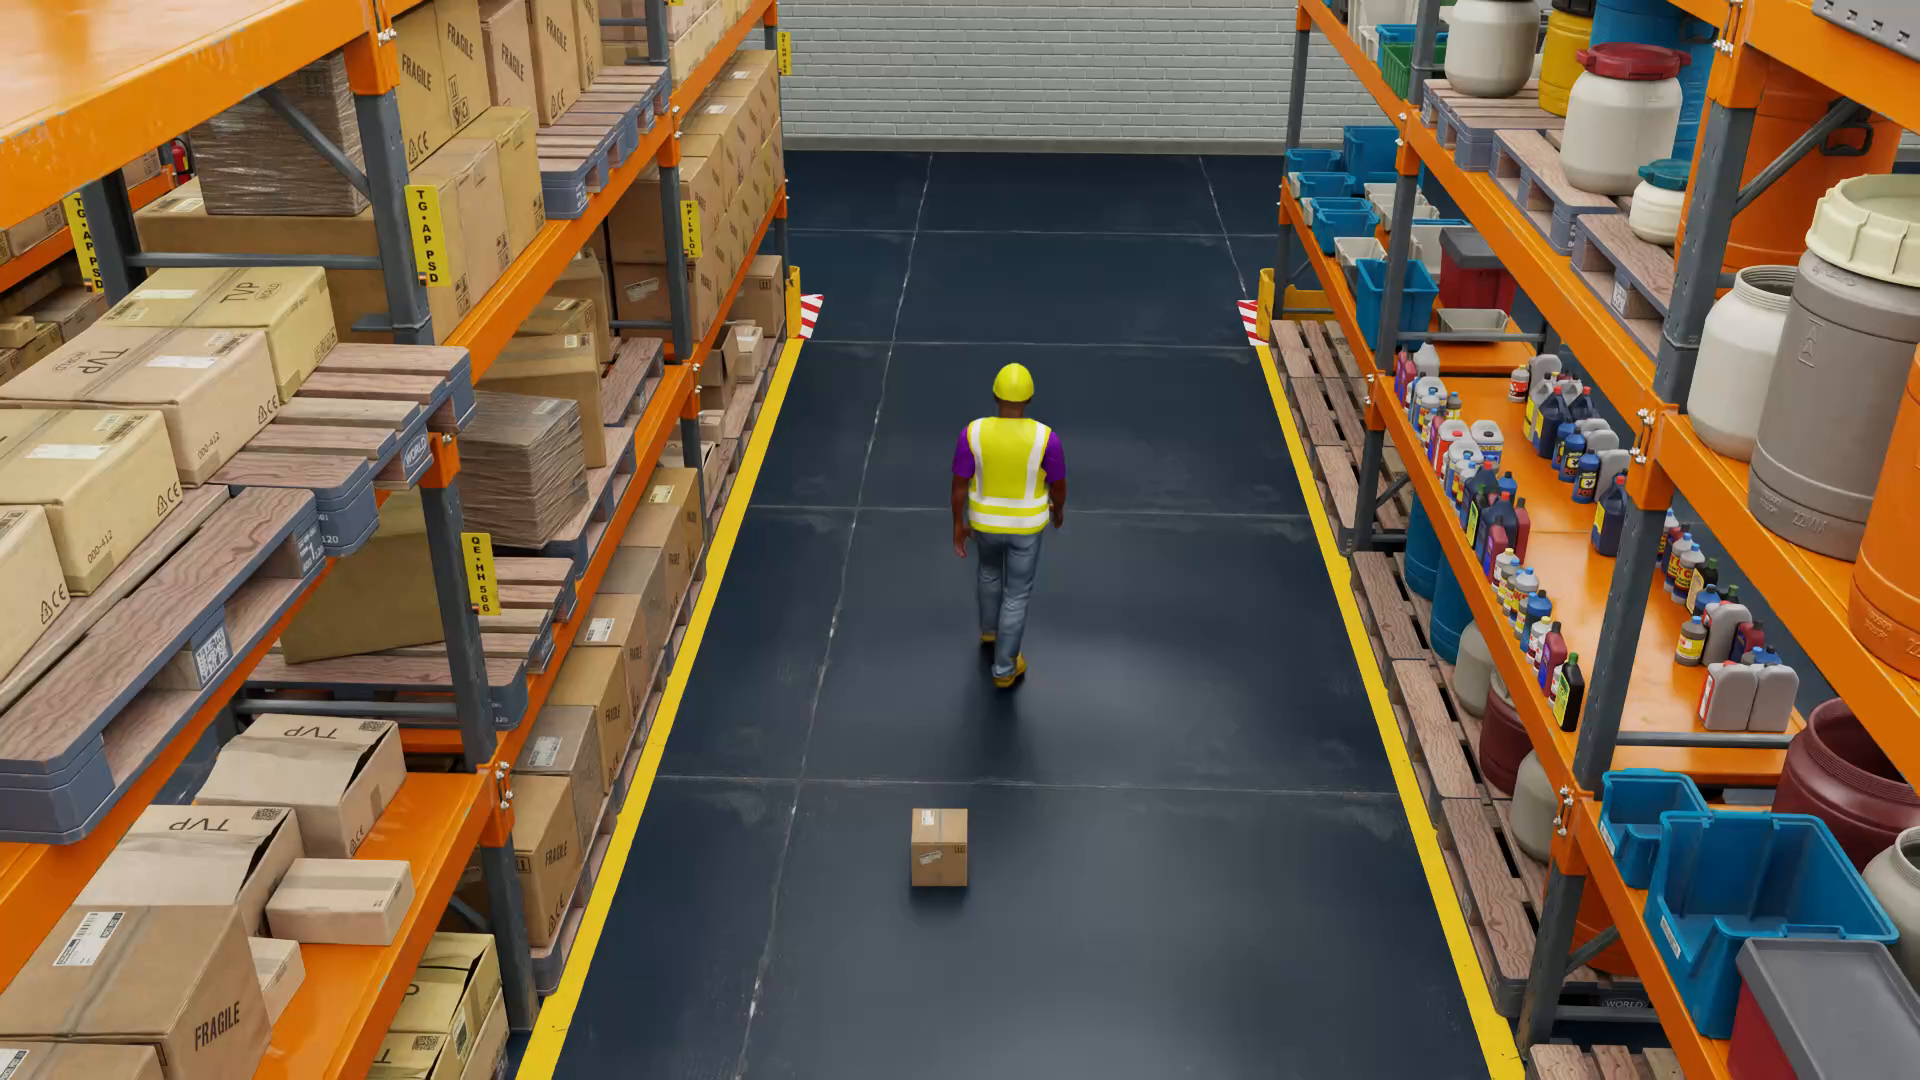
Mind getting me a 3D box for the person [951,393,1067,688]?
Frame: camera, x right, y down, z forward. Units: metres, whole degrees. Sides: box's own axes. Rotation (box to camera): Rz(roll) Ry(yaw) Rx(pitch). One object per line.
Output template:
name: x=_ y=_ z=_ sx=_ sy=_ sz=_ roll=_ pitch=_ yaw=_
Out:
person: x=0.270 y=-0.074 z=8.797 sx=0.583 sy=1.779 sz=0.692 roll=6 pitch=28 yaw=12
